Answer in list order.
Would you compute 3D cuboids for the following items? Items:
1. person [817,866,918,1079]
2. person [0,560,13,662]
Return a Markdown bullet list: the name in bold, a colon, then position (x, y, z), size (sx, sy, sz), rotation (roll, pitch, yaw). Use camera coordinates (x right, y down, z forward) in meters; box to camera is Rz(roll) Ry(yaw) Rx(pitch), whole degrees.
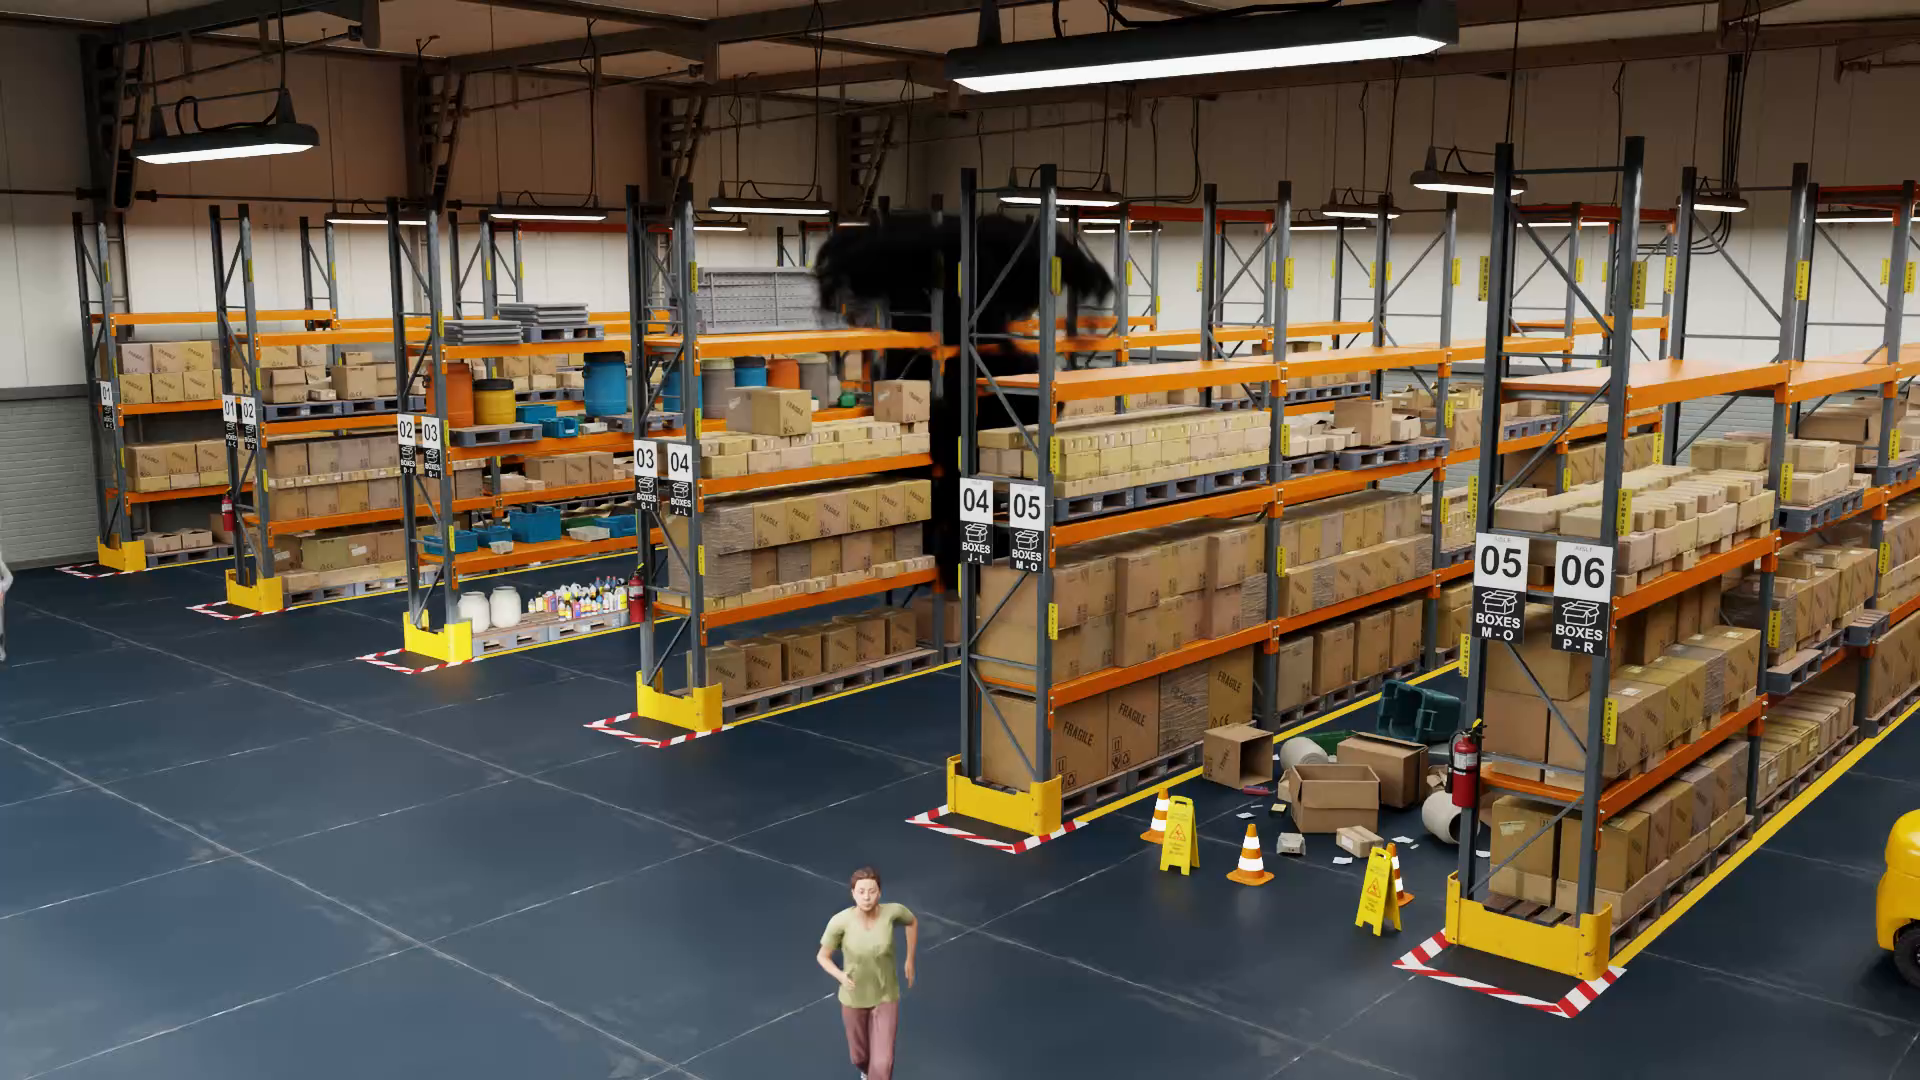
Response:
- **person**: position (-0.543, 2.745, 9.896), size (0.608, 1.710, 0.922), rotation (-1, 10, -5)
- **person**: position (-12.462, 0.800, 21.247), size (0.654, 1.724, 0.597), rotation (-5, 11, -27)
